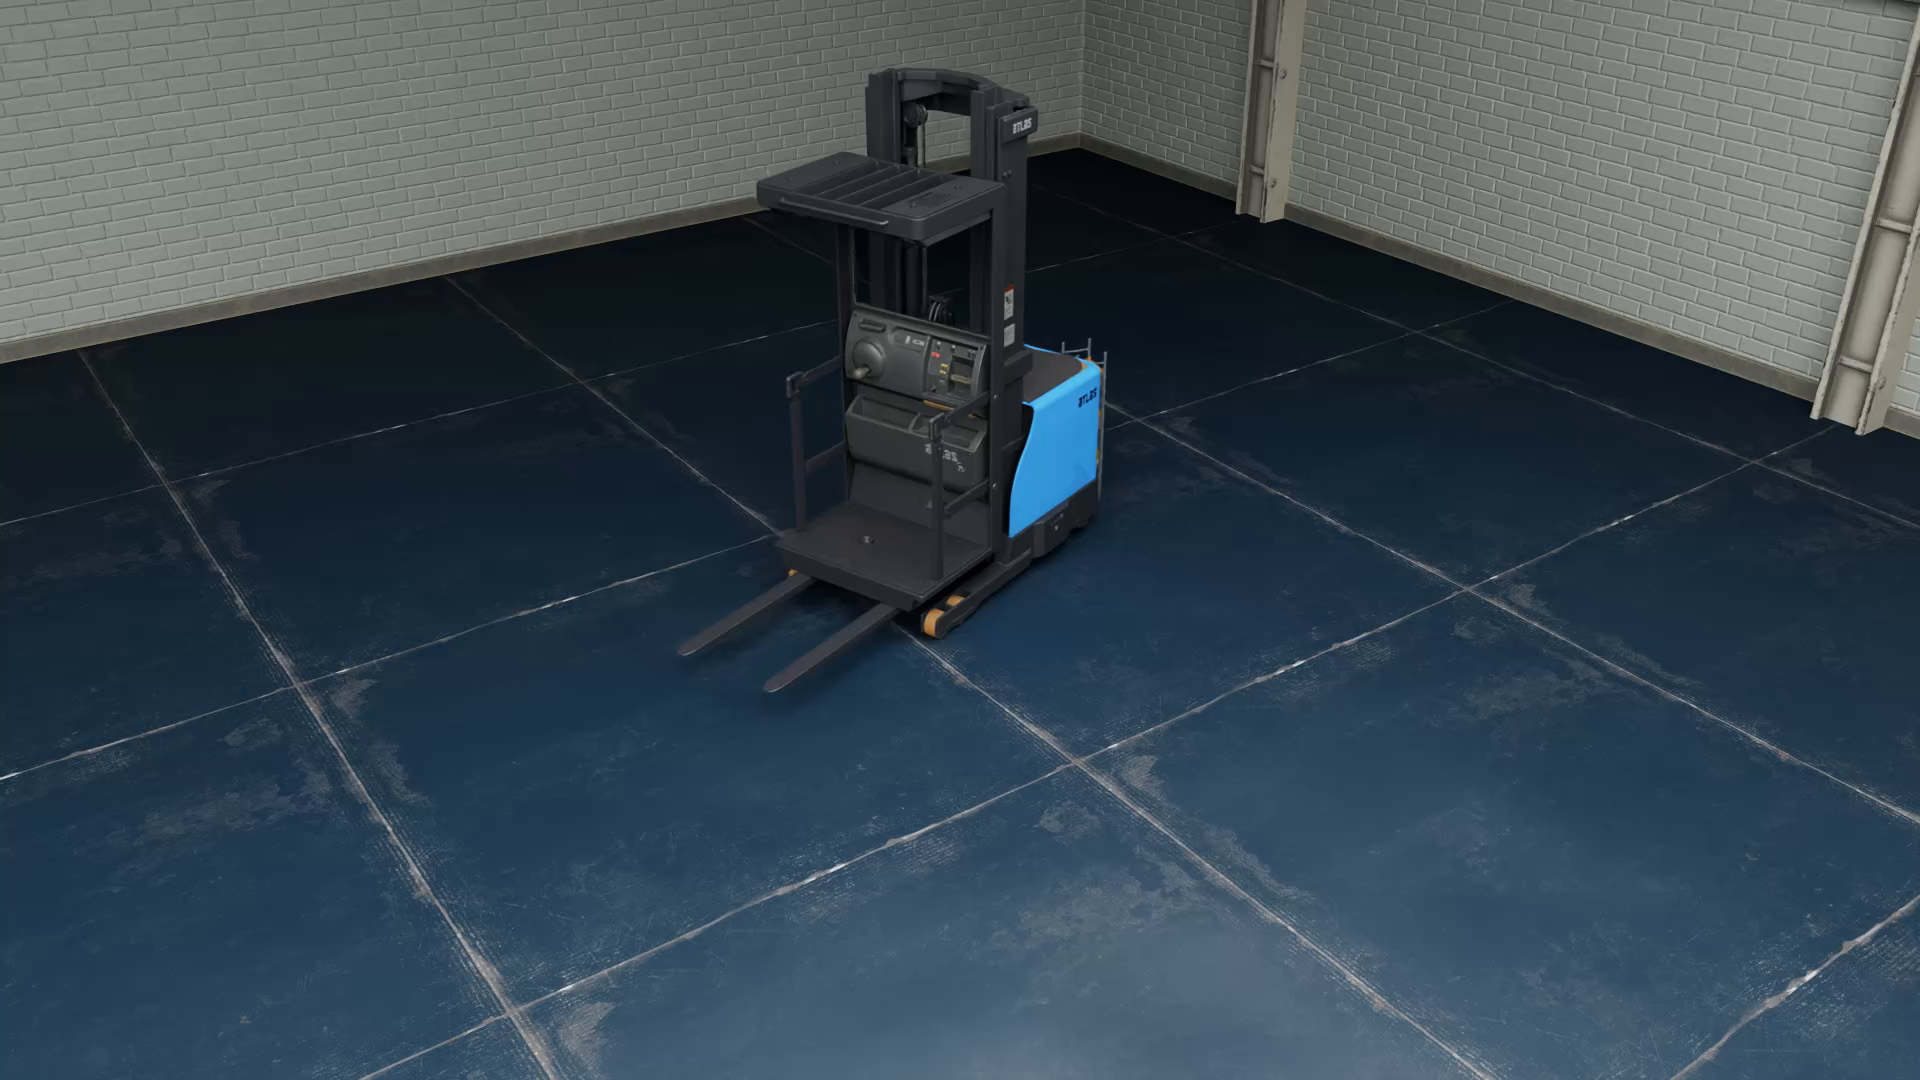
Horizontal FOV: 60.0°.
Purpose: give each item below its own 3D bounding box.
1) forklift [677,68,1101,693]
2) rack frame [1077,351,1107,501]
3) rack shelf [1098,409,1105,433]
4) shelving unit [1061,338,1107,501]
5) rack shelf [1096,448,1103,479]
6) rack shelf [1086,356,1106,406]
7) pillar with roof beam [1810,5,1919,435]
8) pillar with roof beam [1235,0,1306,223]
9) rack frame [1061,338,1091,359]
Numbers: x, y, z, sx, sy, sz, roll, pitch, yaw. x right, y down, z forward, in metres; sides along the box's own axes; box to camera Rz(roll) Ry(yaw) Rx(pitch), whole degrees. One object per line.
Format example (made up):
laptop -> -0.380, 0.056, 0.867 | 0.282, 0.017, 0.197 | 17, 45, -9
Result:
forklift -> -0.377, -0.990, 9.228 | 1.130, 2.935, 3.031 | 19, 34, 30
rack frame -> 0.829, -0.707, 10.673 | 0.200, 1.050, 0.008 | -10, 30, -18
rack shelf -> 0.787, -0.752, 10.780 | 0.215, 0.259, 0.240 | -10, 30, -18
shelving unit -> 0.787, -0.761, 10.775 | 0.215, 1.050, 0.252 | -10, 30, -18
rack shelf -> 0.787, -0.507, 10.910 | 0.215, 0.259, 0.240 | -10, 30, -18
rack shelf -> 0.786, -1.002, 10.646 | 0.215, 0.259, 0.240 | -10, 30, -18
pillar with roof beam -> 2.928, -3.625, 7.723 | 9.100, 9.000, 0.400 | -19, 34, -31
pillar with roof beam -> -0.552, -5.958, 12.018 | 9.100, 9.000, 0.400 | -19, 34, -31
rack frame -> 0.745, -0.815, 10.876 | 0.200, 1.050, 0.008 | -10, 30, -18
